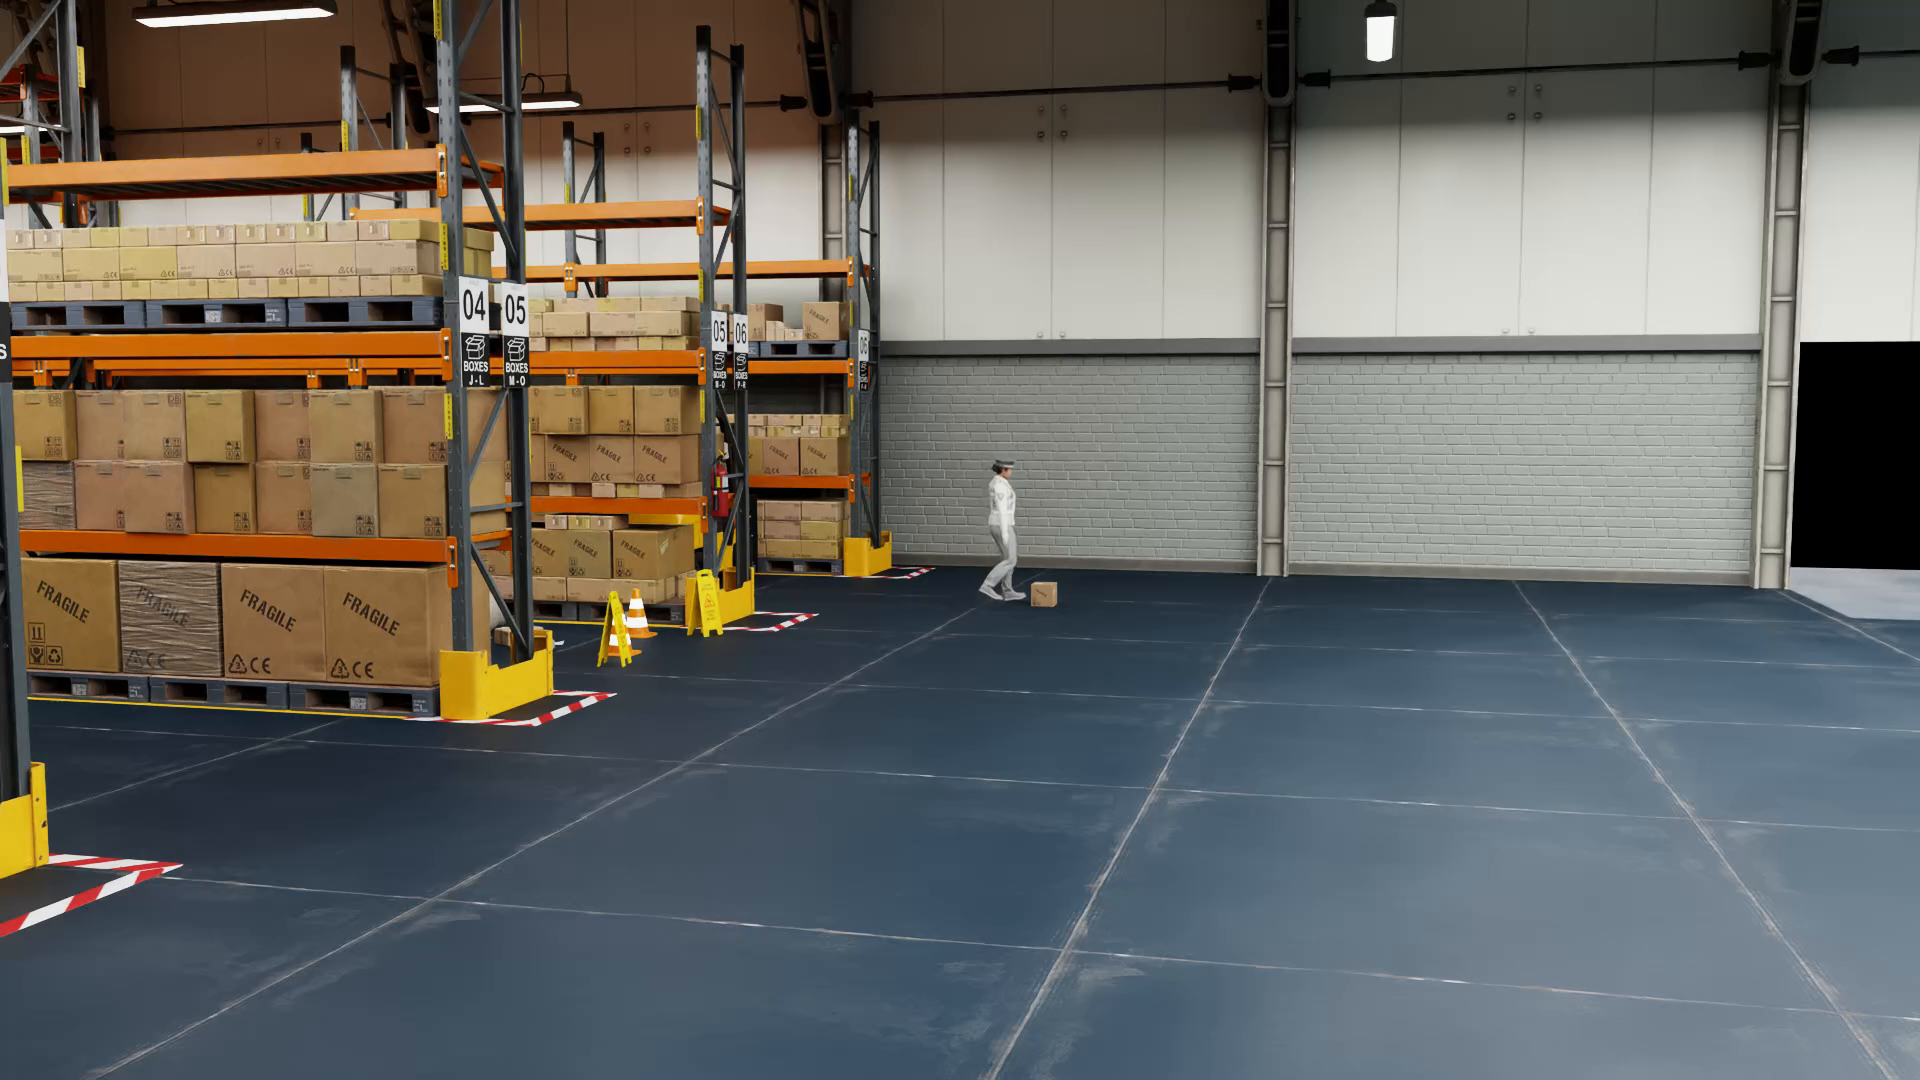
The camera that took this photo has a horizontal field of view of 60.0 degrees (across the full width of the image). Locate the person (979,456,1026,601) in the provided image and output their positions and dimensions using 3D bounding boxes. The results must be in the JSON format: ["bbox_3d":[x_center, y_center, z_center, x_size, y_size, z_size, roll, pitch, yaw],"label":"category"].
[{"bbox_3d":[0.484,-0.120,18.750,0.596,1.652,0.551,-1,5,-6],"label":"person"}]
